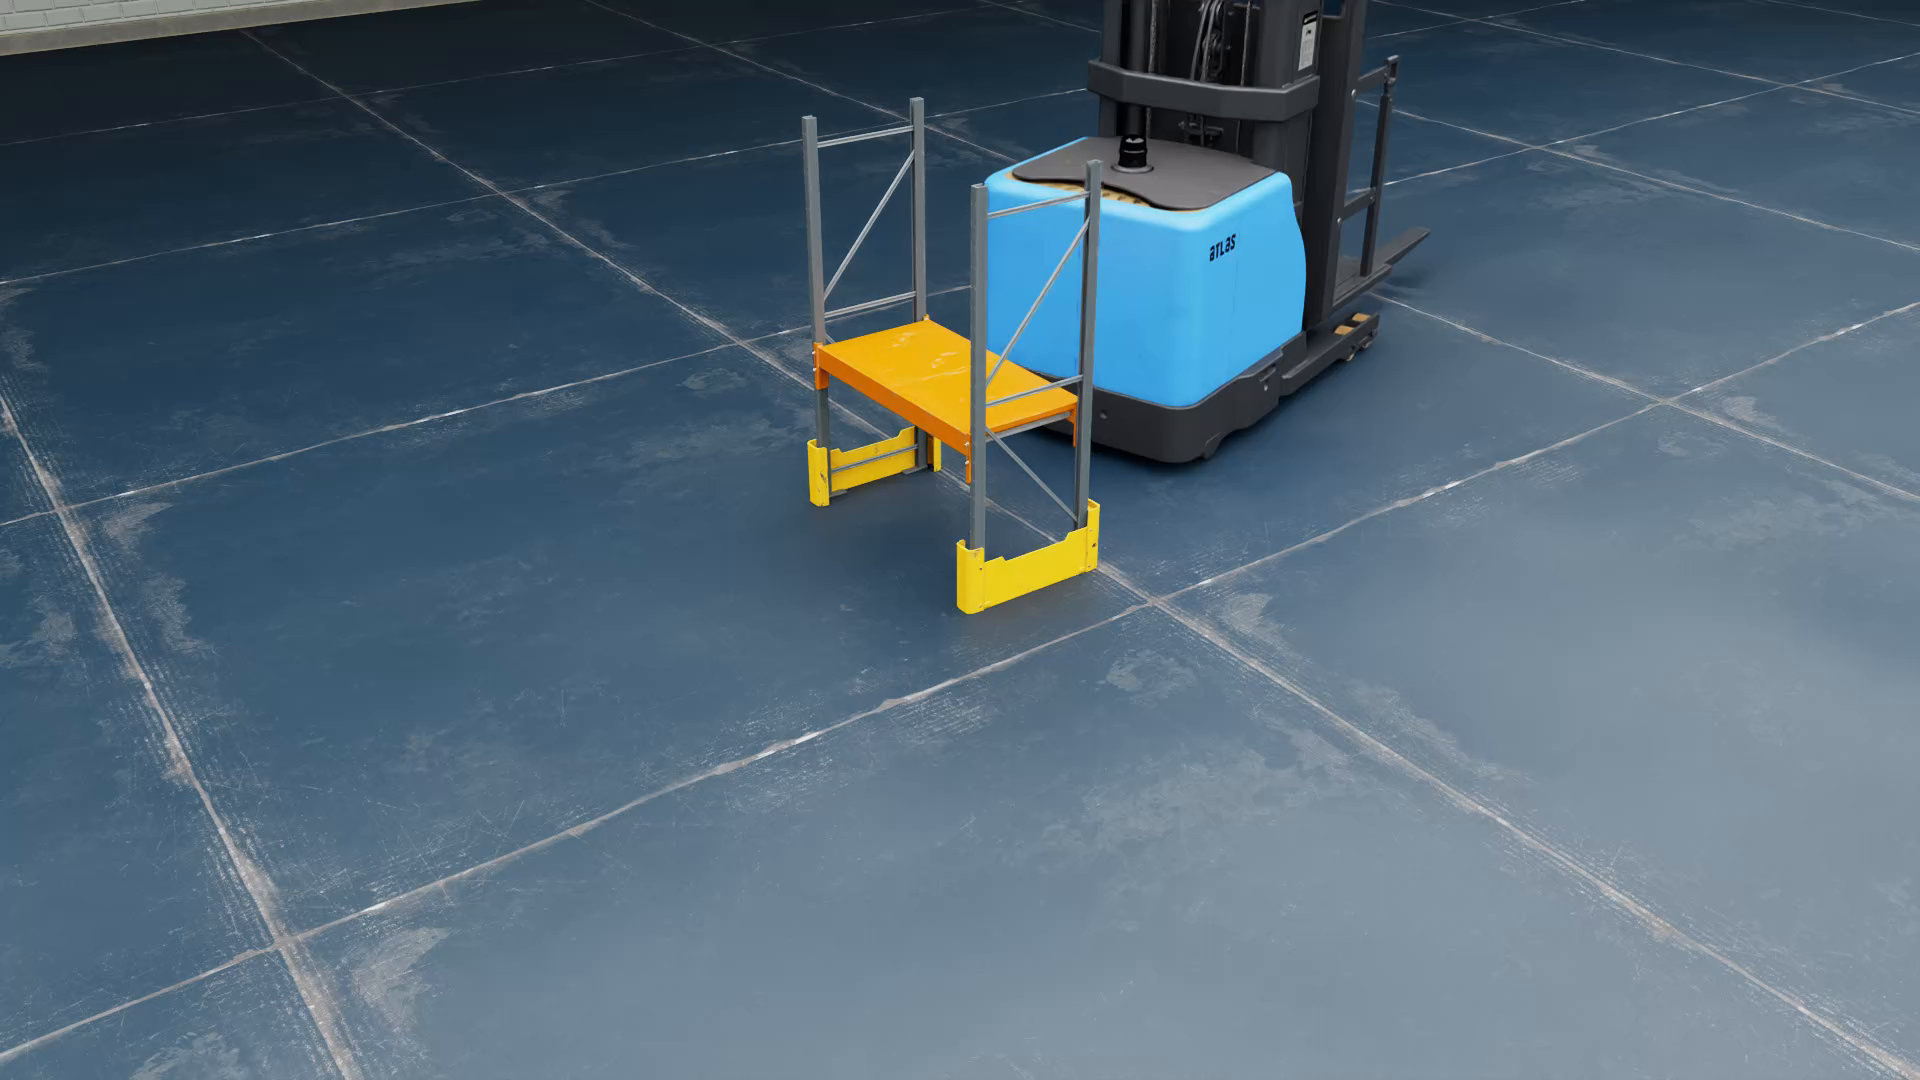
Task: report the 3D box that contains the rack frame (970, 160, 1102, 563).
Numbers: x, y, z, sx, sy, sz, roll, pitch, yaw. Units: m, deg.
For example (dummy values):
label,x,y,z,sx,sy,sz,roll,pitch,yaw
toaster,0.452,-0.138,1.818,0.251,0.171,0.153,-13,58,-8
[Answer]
label,x,y,z,sx,sy,sz,roll,pitch,yaw
rack frame,0.245,-0.495,5.589,0.500,1.500,0.032,-19,34,-31

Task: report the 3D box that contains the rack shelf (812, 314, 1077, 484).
label,x,y,z,sx,sy,sz,roll,pitch,yaw
rack shelf,-0.049,-0.534,6.039,0.538,0.185,1.000,-19,34,-31

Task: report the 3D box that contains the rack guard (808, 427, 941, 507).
label,x,y,z,sx,sy,sz,roll,pitch,yaw
rack guard,-0.333,-0.333,6.601,0.587,0.250,0.087,-19,34,-31

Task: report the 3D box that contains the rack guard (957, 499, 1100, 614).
label,x,y,z,sx,sy,sz,roll,pitch,yaw
rack guard,0.245,0.054,5.888,0.587,0.250,0.087,-19,34,-31

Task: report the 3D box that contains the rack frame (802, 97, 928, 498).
label,x,y,z,sx,sy,sz,roll,pitch,yaw
rack frame,-0.344,-0.890,6.317,0.500,1.500,0.032,-19,34,-31

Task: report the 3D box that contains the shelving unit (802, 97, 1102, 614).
label,x,y,z,sx,sy,sz,roll,pitch,yaw
shelving unit,-0.044,-0.689,5.947,0.587,1.500,1.083,-19,34,-31

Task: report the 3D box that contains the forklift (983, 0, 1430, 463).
label,x,y,z,sx,sy,sz,roll,pitch,yaw
forklift,1.342,-2.246,7.314,1.130,2.935,3.031,19,34,31
